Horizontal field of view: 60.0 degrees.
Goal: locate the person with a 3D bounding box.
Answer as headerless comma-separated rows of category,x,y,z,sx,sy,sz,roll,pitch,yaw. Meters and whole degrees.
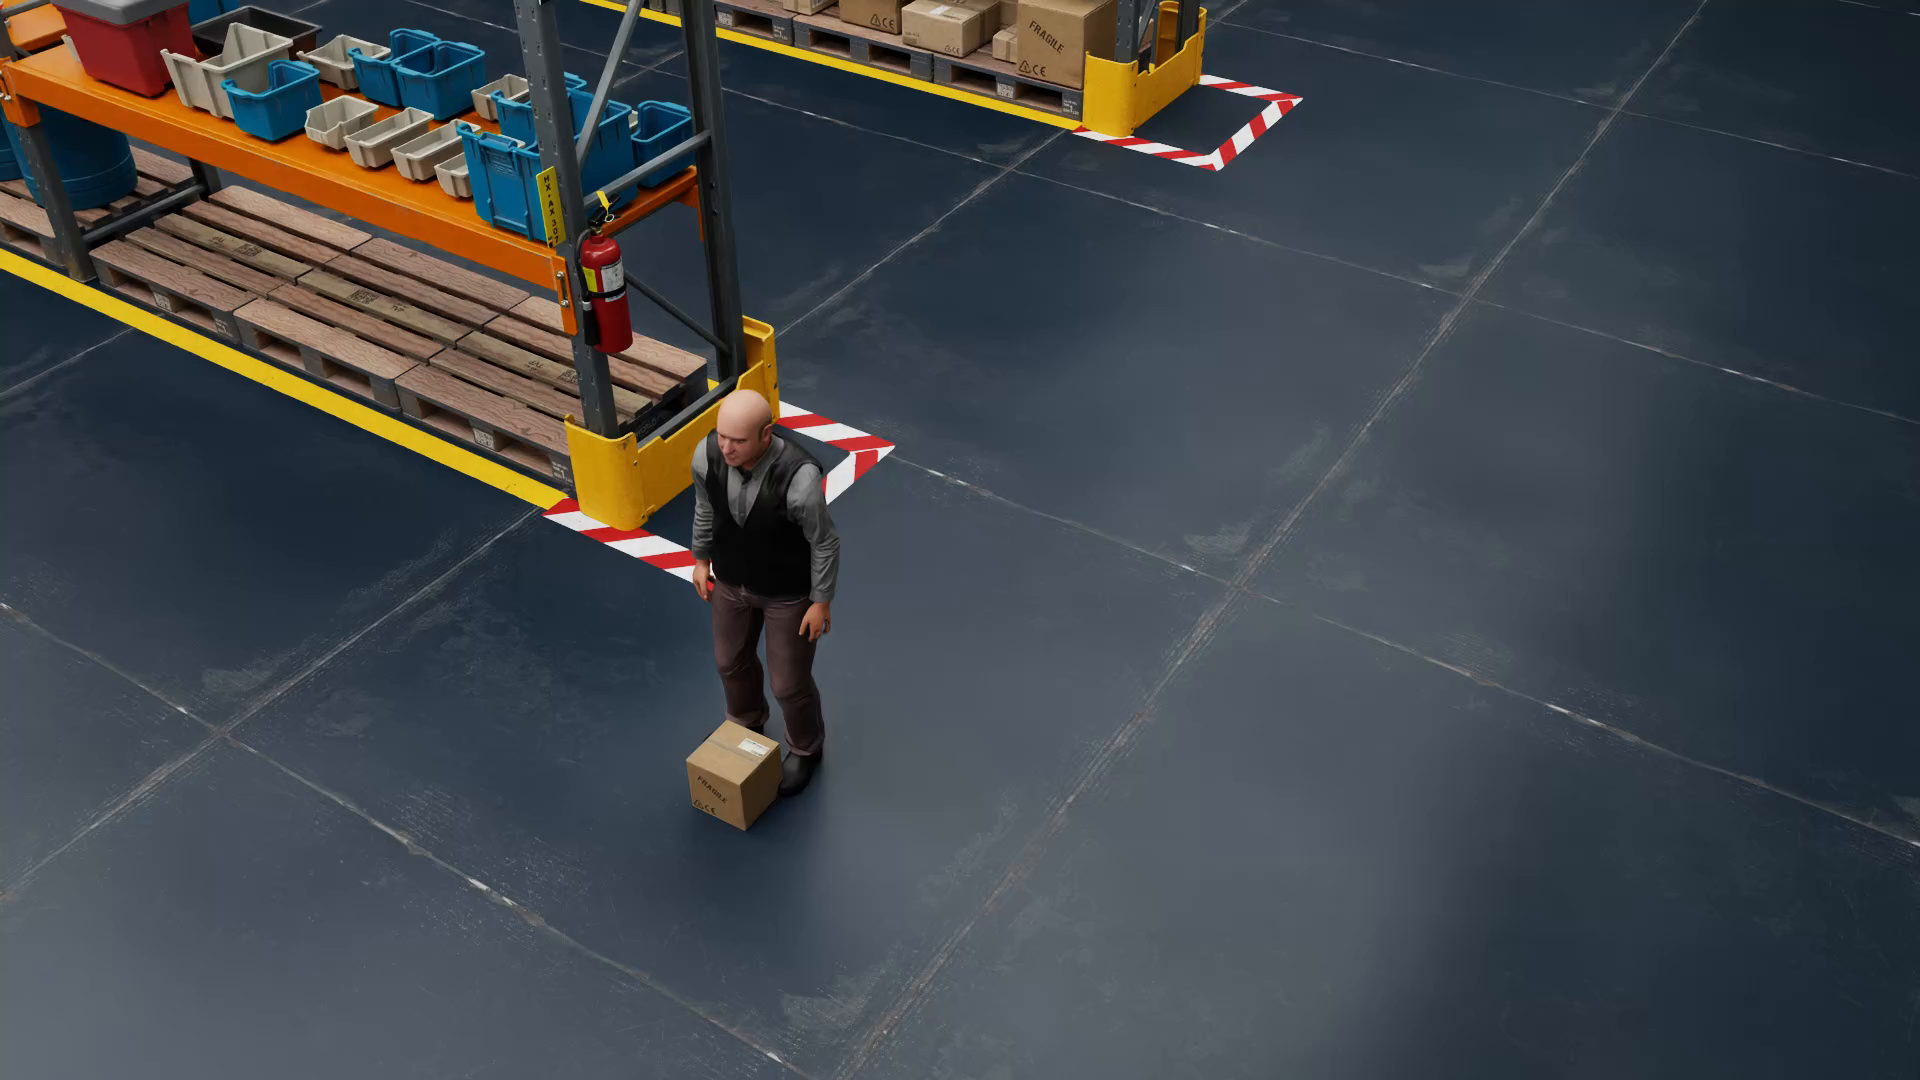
person,-0.691,0.155,5.976,0.588,1.720,0.421,19,42,22
